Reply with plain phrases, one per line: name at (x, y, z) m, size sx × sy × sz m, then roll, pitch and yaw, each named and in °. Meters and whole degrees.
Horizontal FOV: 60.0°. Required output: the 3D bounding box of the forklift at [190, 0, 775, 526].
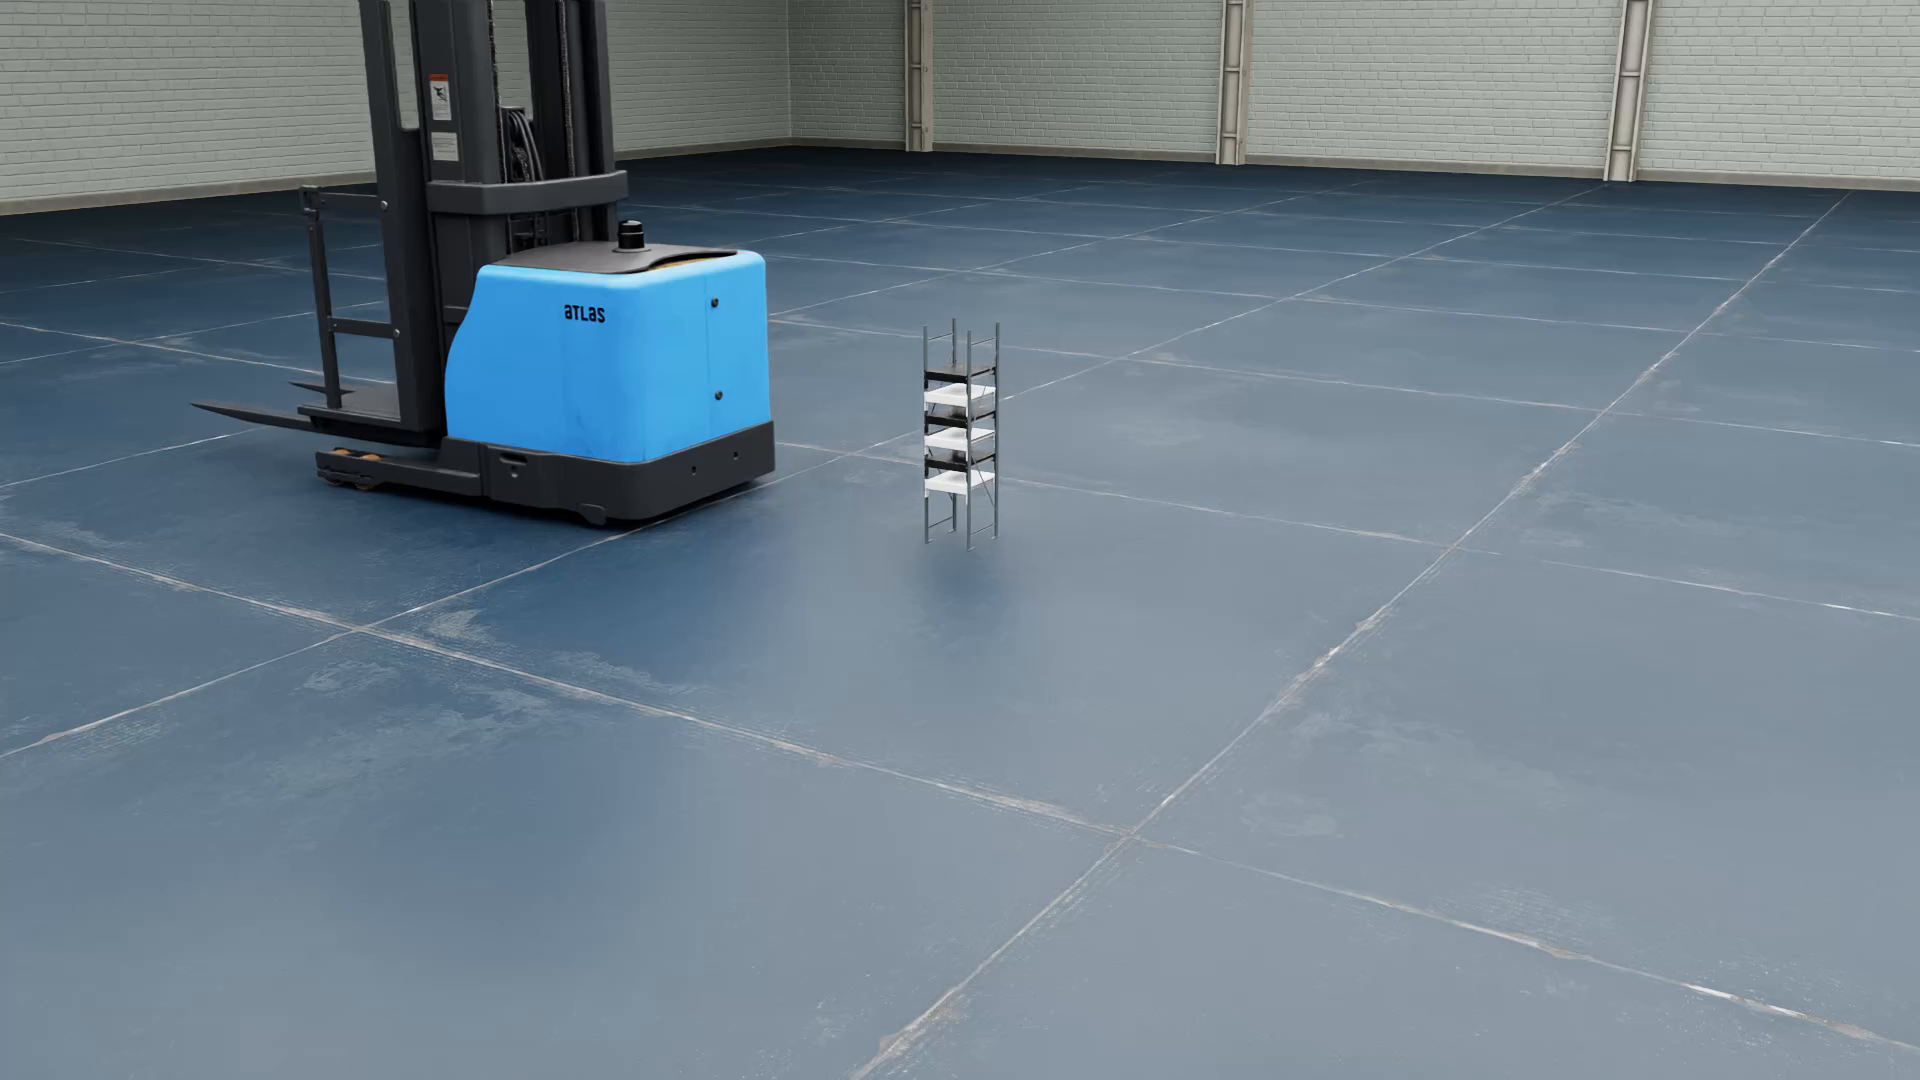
forklift at (-2.397, -1.751, 7.603) m, size 3.031 × 2.935 × 1.130 m, roll 9°, pitch 19°, yaw 28°

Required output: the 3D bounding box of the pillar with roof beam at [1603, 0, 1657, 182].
pillar with roof beam at (7.241, -8.419, 19.114) m, size 0.400 × 9.000 × 9.100 m, roll 10°, pitch 20°, yaw 30°

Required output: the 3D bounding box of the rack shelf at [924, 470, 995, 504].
rack shelf at (0.007, -0.225, 6.808) m, size 0.200 × 0.077 × 0.258 m, roll 10°, pitch 20°, yaw 30°

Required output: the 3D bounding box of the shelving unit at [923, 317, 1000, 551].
shelving unit at (0.007, -0.429, 6.746) m, size 0.210 × 0.900 × 0.258 m, roll 10°, pitch 20°, yaw 30°

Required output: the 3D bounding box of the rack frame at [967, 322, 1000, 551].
rack frame at (0.094, -0.414, 6.695) m, size 0.006 × 0.900 × 0.240 m, roll 10°, pitch 20°, yaw 30°

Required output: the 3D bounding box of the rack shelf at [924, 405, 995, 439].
rack shelf at (0.007, -0.484, 6.730) m, size 0.200 × 0.077 × 0.258 m, roll 10°, pitch 20°, yaw 30°

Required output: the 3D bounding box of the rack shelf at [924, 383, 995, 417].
rack shelf at (0.007, -0.570, 6.704) m, size 0.200 × 0.077 × 0.258 m, roll 10°, pitch 20°, yaw 30°

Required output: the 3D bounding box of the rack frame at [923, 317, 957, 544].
rack frame at (-0.080, -0.445, 6.797) m, size 0.006 × 0.900 × 0.240 m, roll 10°, pitch 20°, yaw 30°

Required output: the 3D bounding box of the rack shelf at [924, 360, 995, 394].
rack shelf at (0.007, -0.656, 6.678) m, size 0.200 × 0.077 × 0.258 m, roll 10°, pitch 20°, yaw 30°

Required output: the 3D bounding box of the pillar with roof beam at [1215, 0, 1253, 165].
pillar with roof beam at (2.128, -9.331, 22.118) m, size 0.400 × 9.000 × 9.100 m, roll 10°, pitch 20°, yaw 30°

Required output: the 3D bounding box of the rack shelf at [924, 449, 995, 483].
rack shelf at (0.007, -0.311, 6.782) m, size 0.200 × 0.077 × 0.258 m, roll 10°, pitch 20°, yaw 30°

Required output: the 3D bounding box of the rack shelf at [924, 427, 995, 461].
rack shelf at (0.007, -0.397, 6.756) m, size 0.200 × 0.077 × 0.258 m, roll 10°, pitch 20°, yaw 30°

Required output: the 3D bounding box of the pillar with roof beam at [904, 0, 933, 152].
pillar with roof beam at (-2.984, -10.244, 25.123) m, size 0.400 × 9.000 × 9.100 m, roll 10°, pitch 20°, yaw 30°
